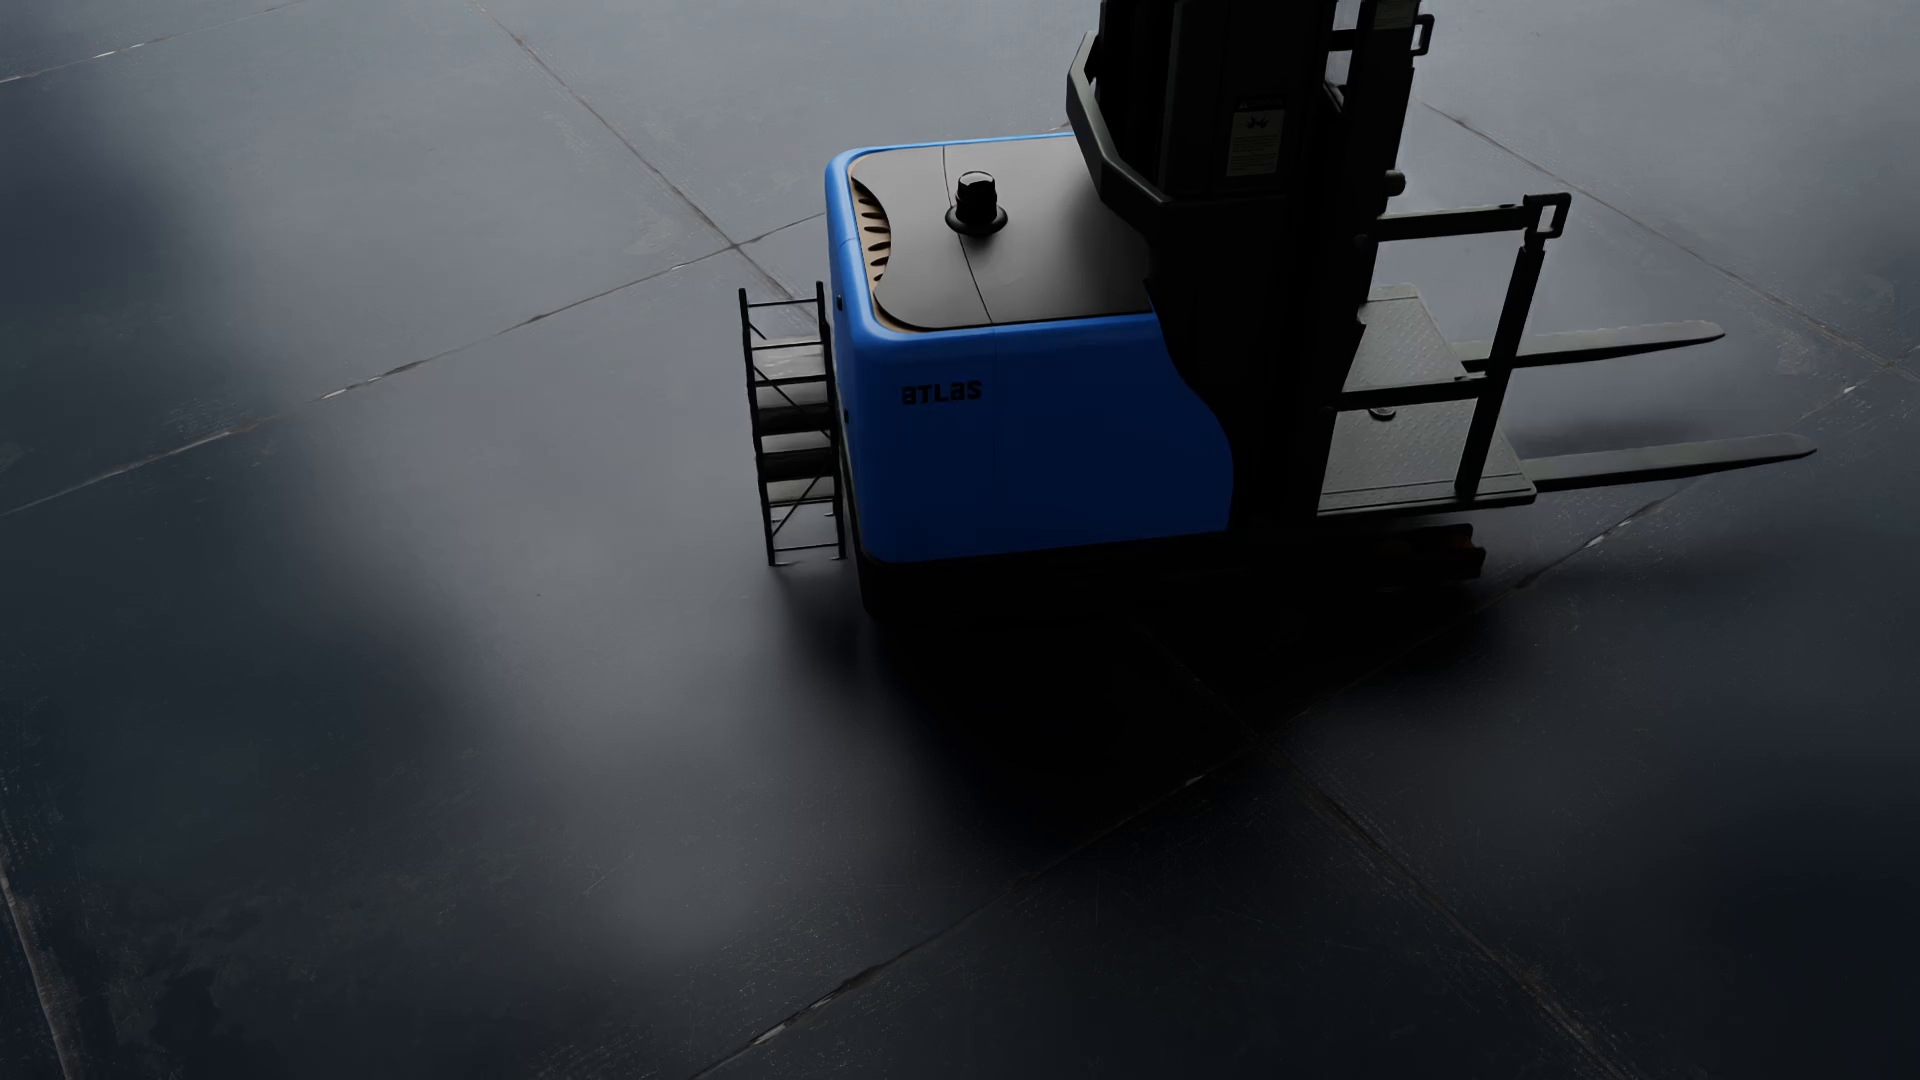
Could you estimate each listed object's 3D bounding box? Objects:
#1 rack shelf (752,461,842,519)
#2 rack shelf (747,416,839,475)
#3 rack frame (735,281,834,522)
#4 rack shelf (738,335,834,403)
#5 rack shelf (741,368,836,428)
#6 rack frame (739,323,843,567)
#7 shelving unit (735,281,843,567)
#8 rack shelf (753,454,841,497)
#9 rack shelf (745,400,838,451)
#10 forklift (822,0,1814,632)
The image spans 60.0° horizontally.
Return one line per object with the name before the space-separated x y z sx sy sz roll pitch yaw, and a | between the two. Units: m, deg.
rack shelf | -0.498 -0.171 5.086 0.258 0.077 0.200 -6 44 -6
rack shelf | -0.499 -0.301 4.962 0.258 0.077 0.200 -6 44 -6
rack frame | -0.514 -0.395 5.011 0.240 0.900 0.006 -6 44 -6
rack shelf | -0.500 -0.497 4.775 0.258 0.077 0.200 -6 44 -6
rack shelf | -0.499 -0.431 4.837 0.258 0.077 0.200 -6 44 -6
rack frame | -0.484 -0.256 4.866 0.240 0.900 0.006 -6 44 -6
shelving unit | -0.499 -0.325 4.939 0.258 0.900 0.210 -6 44 -6
rack shelf | -0.498 -0.236 5.024 0.258 0.077 0.200 -6 44 -6
rack shelf | -0.499 -0.366 4.899 0.258 0.077 0.200 -6 44 -6
forklift | 1.141 -1.256 4.443 3.031 2.935 1.130 -6 44 -6
